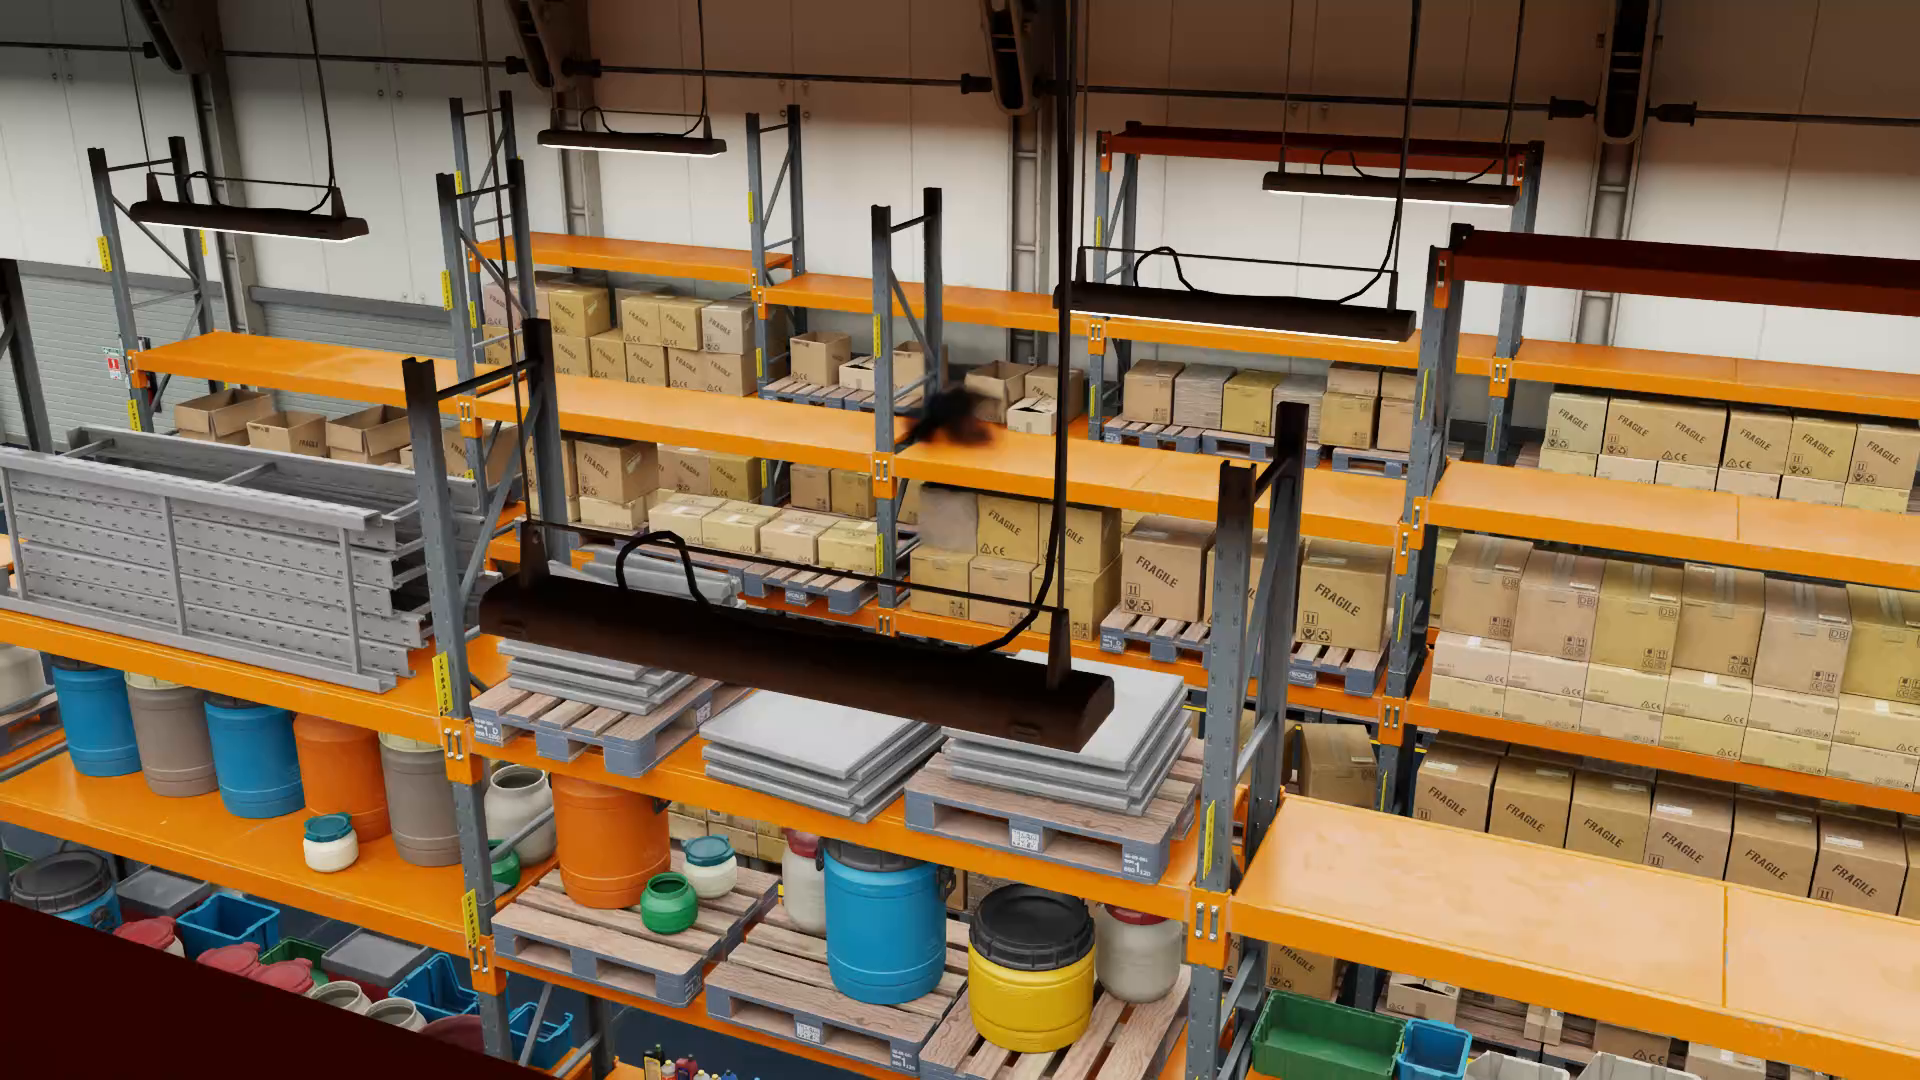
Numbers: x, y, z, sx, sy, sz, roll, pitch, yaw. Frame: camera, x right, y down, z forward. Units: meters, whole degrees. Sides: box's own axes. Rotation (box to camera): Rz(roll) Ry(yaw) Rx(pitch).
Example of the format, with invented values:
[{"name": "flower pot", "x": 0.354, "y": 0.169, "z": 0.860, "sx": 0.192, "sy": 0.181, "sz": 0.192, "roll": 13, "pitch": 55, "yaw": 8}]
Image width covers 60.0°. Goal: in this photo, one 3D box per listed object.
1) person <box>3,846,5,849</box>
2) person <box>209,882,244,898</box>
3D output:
[{"name": "person", "x": -8.948, "y": 2.164, "z": 14.482, "sx": 0.692, "sy": 1.794, "sz": 0.724, "roll": 6, "pitch": 21, "yaw": 15}, {"name": "person", "x": -5.750, "y": 2.790, "z": 13.029, "sx": 0.755, "sy": 1.563, "sz": 0.547, "roll": 10, "pitch": 23, "yaw": 26}]
